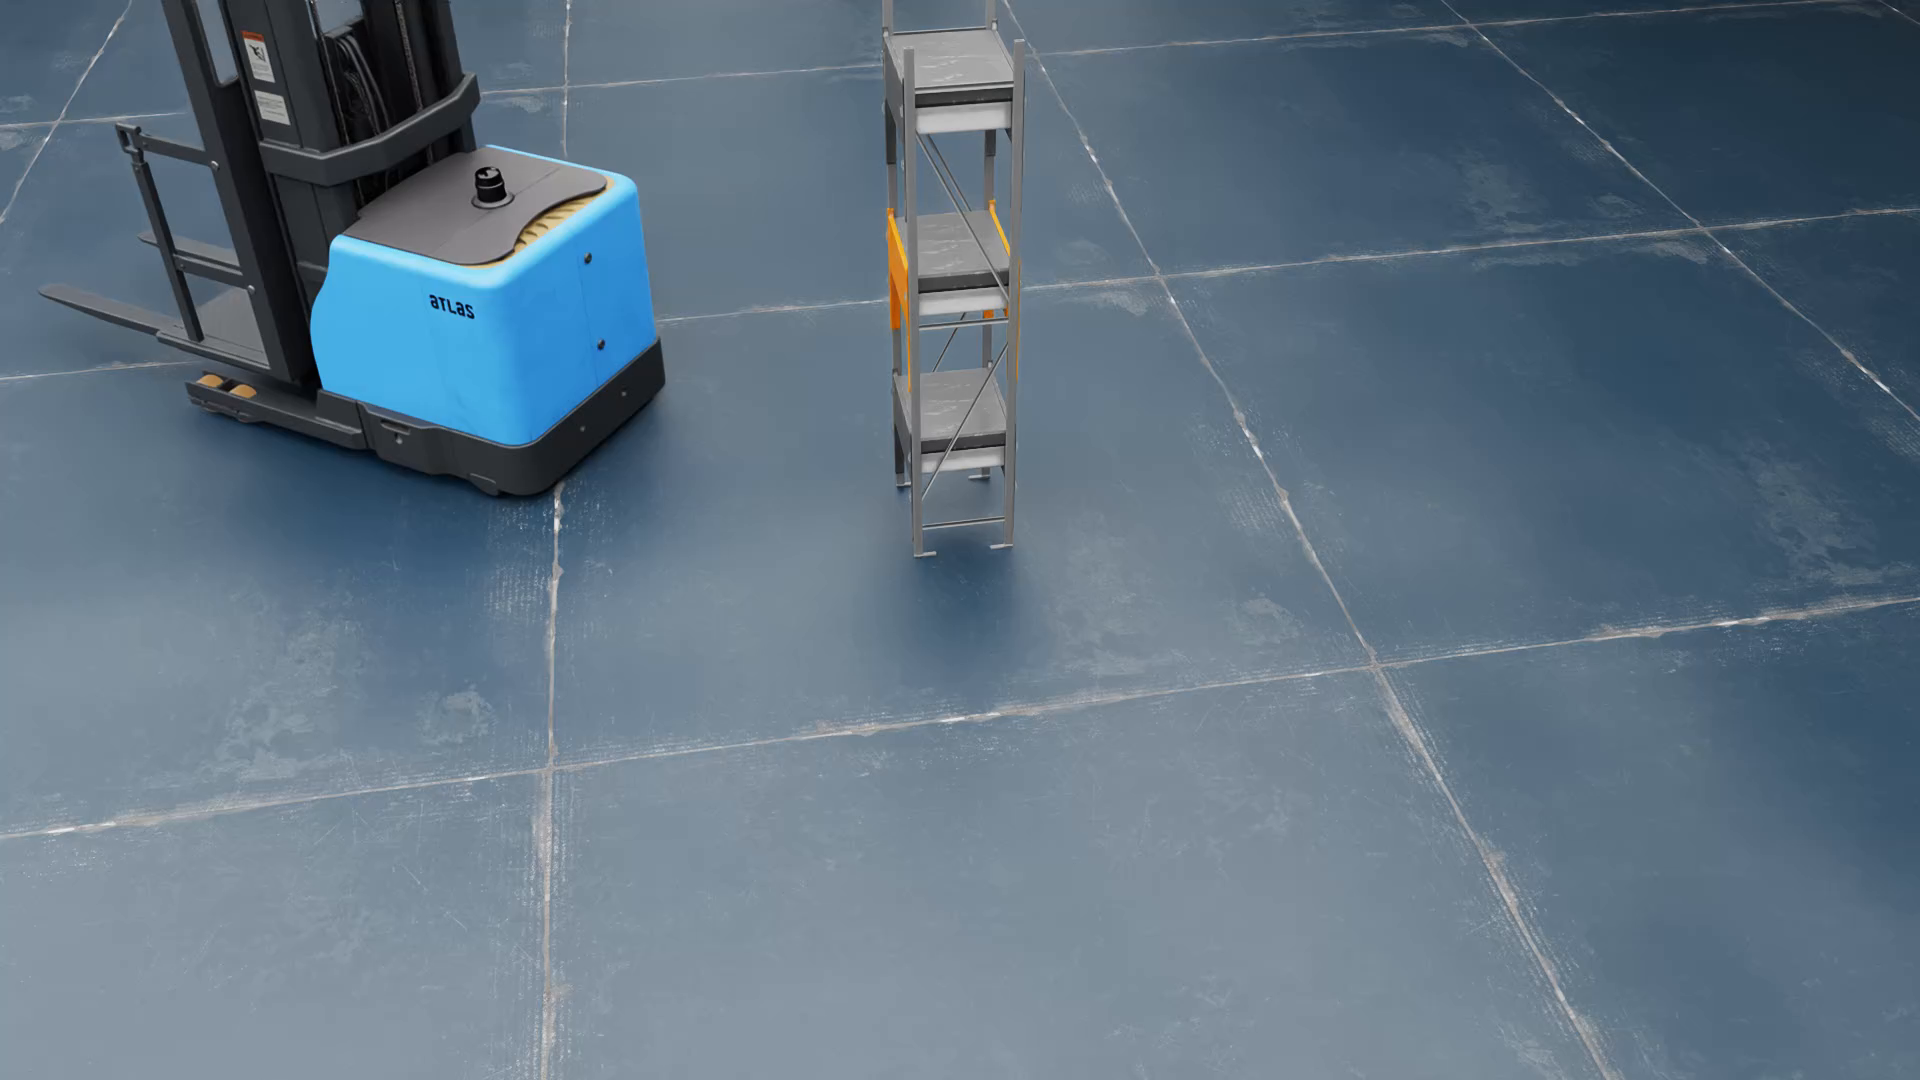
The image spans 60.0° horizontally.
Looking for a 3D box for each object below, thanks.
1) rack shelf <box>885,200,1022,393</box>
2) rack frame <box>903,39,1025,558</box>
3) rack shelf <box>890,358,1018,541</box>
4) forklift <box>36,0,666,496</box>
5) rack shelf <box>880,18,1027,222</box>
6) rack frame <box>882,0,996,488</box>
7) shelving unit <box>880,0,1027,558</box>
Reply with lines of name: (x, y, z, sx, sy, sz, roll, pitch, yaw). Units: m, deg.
rack shelf: (-0.029, -0.918, 6.243, 0.431, 0.518, 0.480, -6, 38, -8)
rack frame: (0.014, -0.782, 6.045, 0.400, 2.100, 0.015, -6, 38, -8)
rack shelf: (-0.029, -0.366, 6.672, 0.431, 0.518, 0.480, -6, 38, -8)
forklift: (-2.893, -1.955, 6.877, 3.031, 2.935, 1.130, 16, 41, 20)
rack shelf: (-0.029, -1.471, 5.813, 0.431, 0.518, 0.480, -6, 38, -8)
rack frame: (-0.072, -1.077, 6.424, 0.400, 2.100, 0.015, -6, 38, -8)
shelving unit: (-0.029, -0.929, 6.235, 0.431, 2.100, 0.503, -6, 38, -8)
